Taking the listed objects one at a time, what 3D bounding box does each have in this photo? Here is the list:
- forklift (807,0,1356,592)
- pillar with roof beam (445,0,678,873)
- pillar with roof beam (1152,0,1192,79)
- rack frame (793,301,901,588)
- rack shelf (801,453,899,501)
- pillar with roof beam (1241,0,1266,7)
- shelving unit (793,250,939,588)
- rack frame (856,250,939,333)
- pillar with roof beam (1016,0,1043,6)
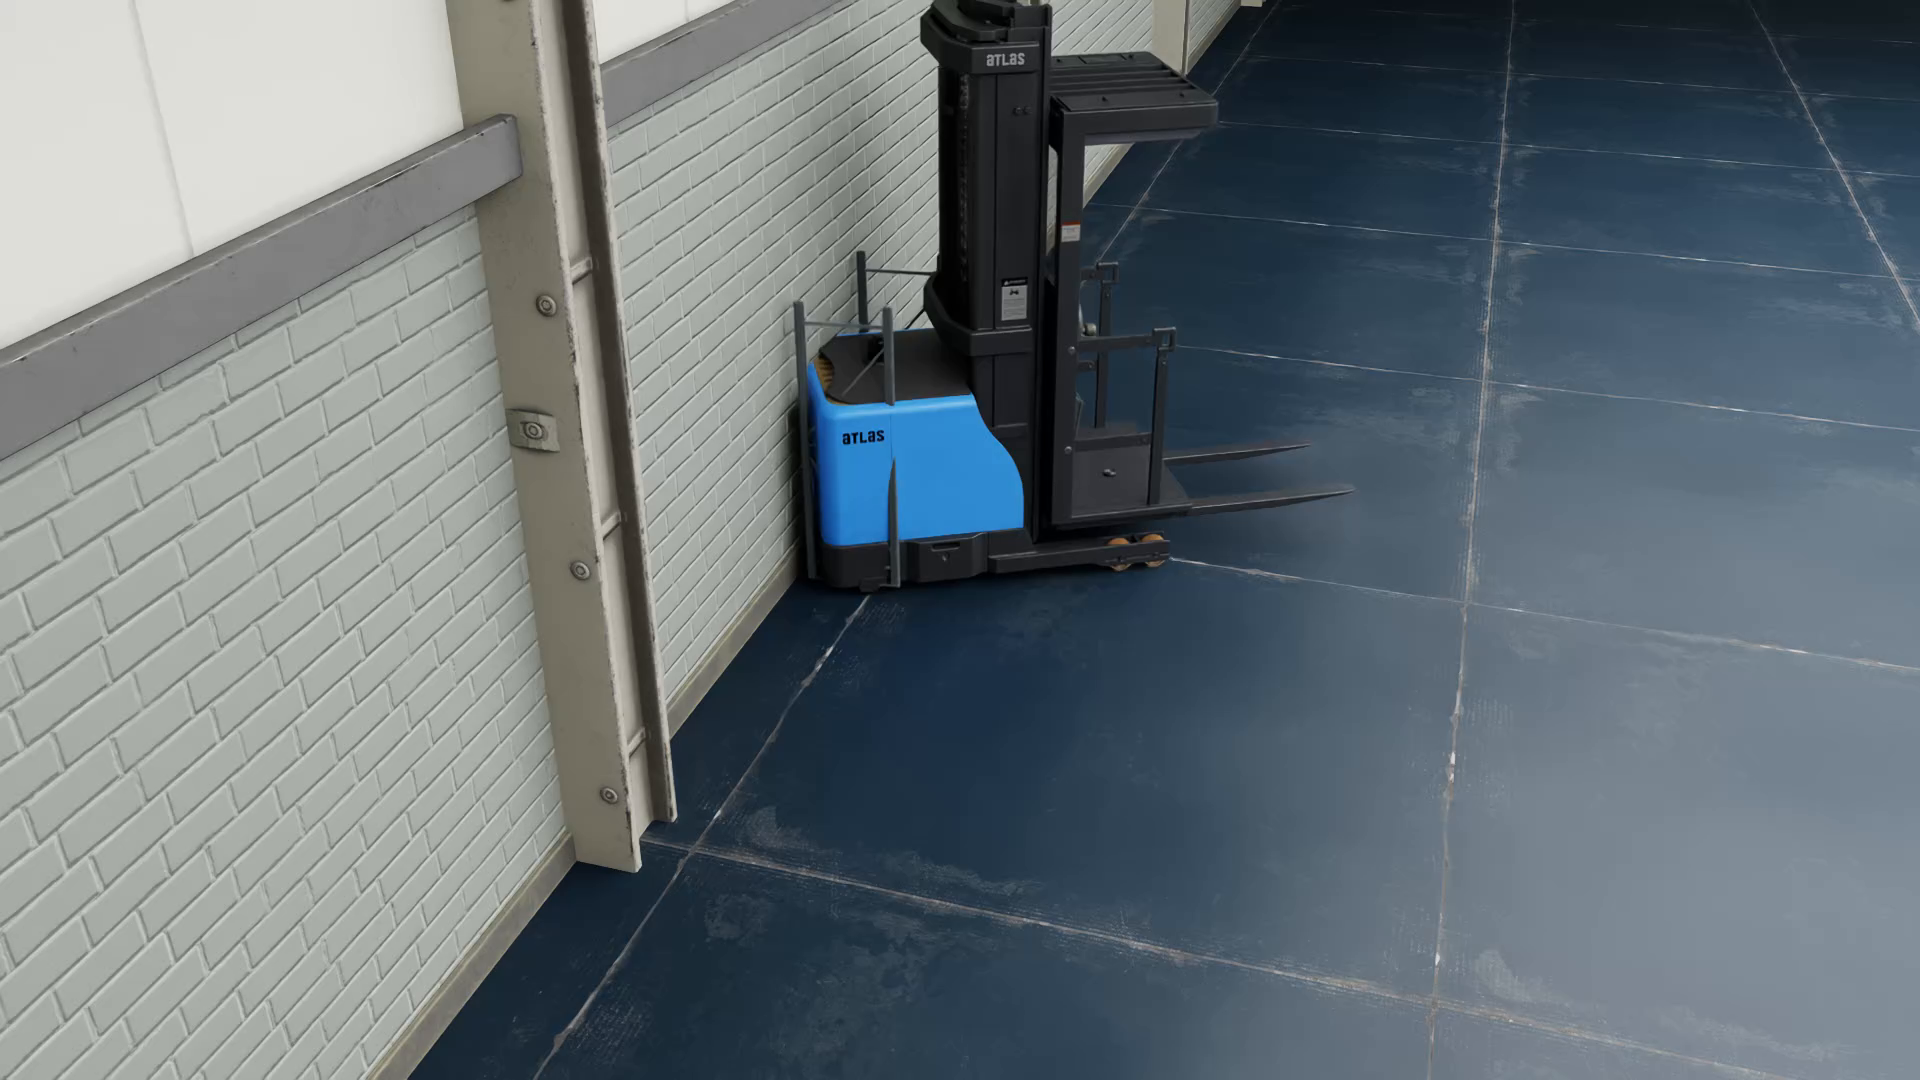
[{"bbox_3d":[0.664,-1.366,8.690,3.031,2.935,1.130,-6,30,-11],"label":"forklift"},{"bbox_3d":[2.701,-2.070,3.714,9.100,9.000,0.400,8,30,15],"label":"pillar with roof beam"},{"bbox_3d":[6.224,-7.646,13.739,9.100,9.000,0.400,8,30,15],"label":"pillar with roof beam"},{"bbox_3d":[-0.565,-0.464,8.429,0.500,1.500,0.032,5,25,13],"label":"rack frame"},{"bbox_3d":[-0.436,-0.503,8.951,0.538,0.185,1.000,5,25,13],"label":"rack shelf"},{"bbox_3d":[7.985,-10.435,18.751,9.100,9.000,0.400,8,30,15],"label":"pillar with roof beam"},{"bbox_3d":[-0.438,-0.667,8.878,0.538,1.500,1.048,5,25,13],"label":"shelving unit"},{"bbox_3d":[-0.311,-0.870,9.327,0.500,1.500,0.032,5,25,13],"label":"rack frame"},{"bbox_3d":[4.463,-4.858,8.726,9.100,9.000,0.400,8,30,15],"label":"pillar with roof beam"}]
